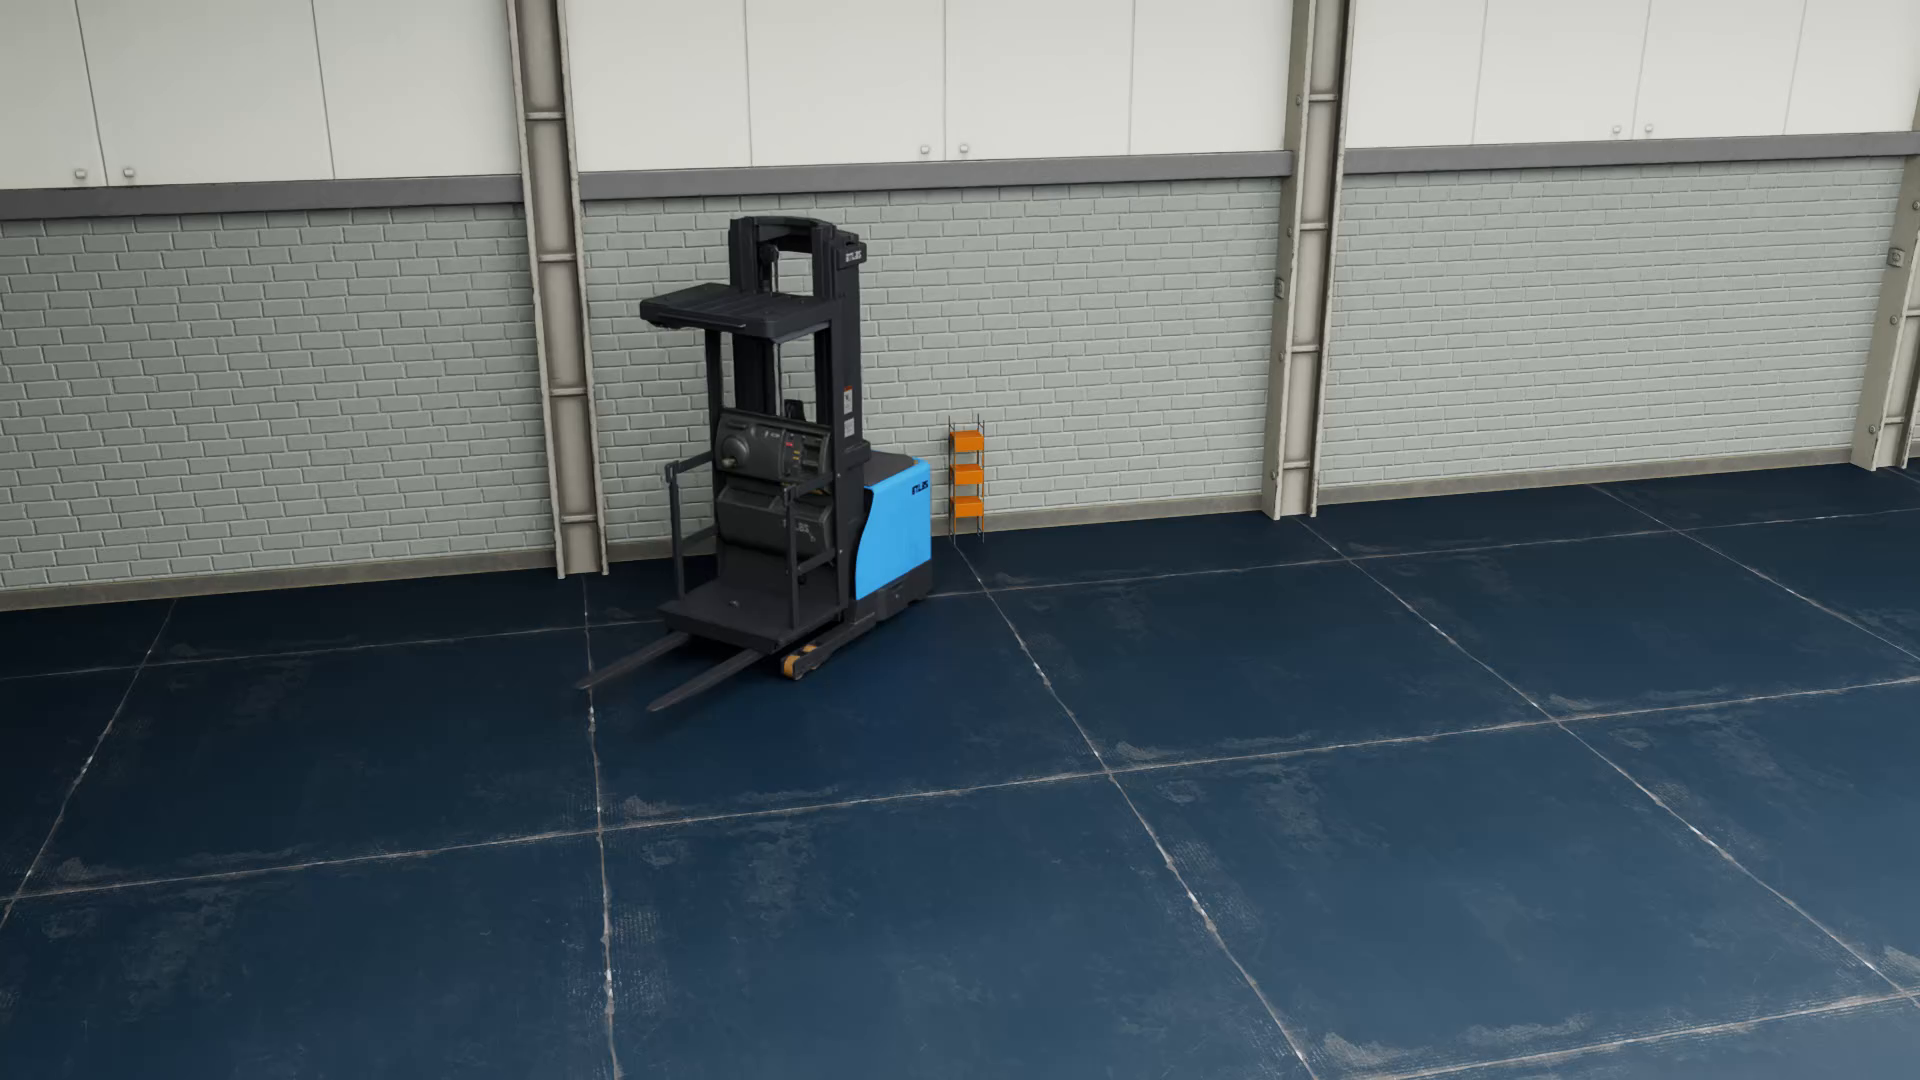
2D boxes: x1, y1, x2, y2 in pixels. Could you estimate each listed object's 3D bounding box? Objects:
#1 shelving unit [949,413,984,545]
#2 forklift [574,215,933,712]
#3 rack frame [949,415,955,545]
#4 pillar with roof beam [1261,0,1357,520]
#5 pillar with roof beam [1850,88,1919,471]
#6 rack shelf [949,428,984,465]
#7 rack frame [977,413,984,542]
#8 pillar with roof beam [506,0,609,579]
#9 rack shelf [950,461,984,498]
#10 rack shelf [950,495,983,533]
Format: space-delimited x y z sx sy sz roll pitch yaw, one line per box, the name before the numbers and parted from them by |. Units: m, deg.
shelving unit | 0.052 -0.497 13.646 0.252 1.050 0.215 -5 21 -12
forklift | -1.397 -0.614 11.231 1.130 2.935 3.031 12 23 29
rack frame | -0.067 -0.488 13.619 0.008 1.050 0.200 -5 21 -12
pillar with roof beam | 3.844 -3.024 8.987 0.400 9.000 9.100 -5 21 -12
pillar with roof beam | 9.683 -3.499 10.283 0.400 9.000 9.100 -5 21 -12
rack shelf | 0.052 -0.754 13.552 0.240 0.259 0.215 -5 21 -12
rack frame | 0.171 -0.507 13.672 0.008 1.050 0.200 -5 21 -12
pillar with roof beam | -1.995 -2.549 7.690 0.400 9.000 9.100 -5 21 -12
rack shelf | 0.052 -0.487 13.649 0.240 0.259 0.215 -5 21 -12
rack shelf | 0.052 -0.226 13.745 0.240 0.259 0.215 -5 21 -12
